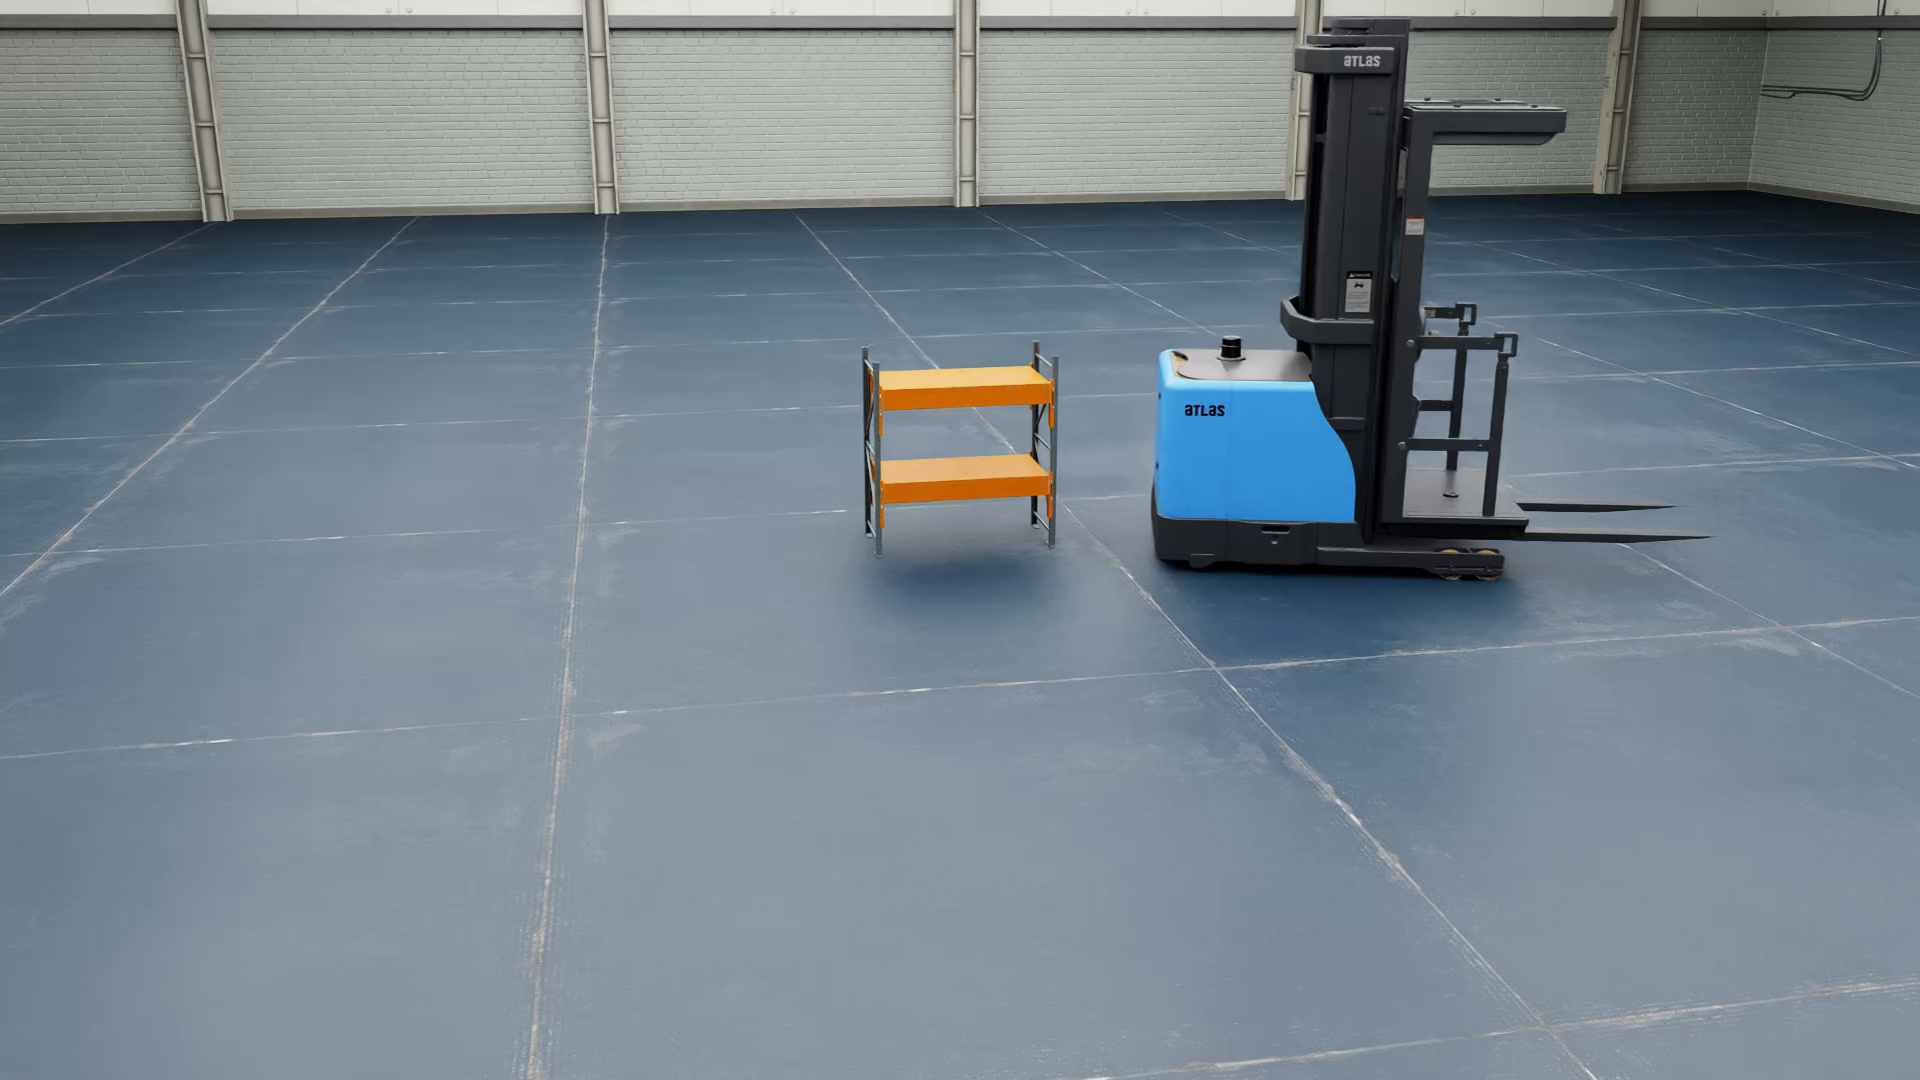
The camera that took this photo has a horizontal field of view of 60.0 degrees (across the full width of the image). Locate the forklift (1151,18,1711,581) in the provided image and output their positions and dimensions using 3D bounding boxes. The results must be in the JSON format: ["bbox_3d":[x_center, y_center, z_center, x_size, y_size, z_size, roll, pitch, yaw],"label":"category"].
[{"bbox_3d":[2.639,-1.340,9.183,3.031,2.935,1.130,1,17,4],"label":"forklift"}]

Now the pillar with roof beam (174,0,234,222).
[{"bbox_3d":[-10.863,-8.098,20.850,0.400,9.000,9.100,-3,17,-10],"label":"pillar with roof beam"}]

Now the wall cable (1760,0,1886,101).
[{"bbox_3d":[15.028,-8.974,28.992,0.112,2.526,3.097,-3,17,-10],"label":"wall cable"}]

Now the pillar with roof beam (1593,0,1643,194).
[{"bbox_3d":[12.702,-9.435,25.202,0.400,9.000,9.100,-3,17,-10],"label":"pillar with roof beam"}]

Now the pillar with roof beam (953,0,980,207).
[{"bbox_3d":[0.919,-8.766,23.026,0.400,9.000,9.100,-3,17,-10],"label":"pillar with roof beam"}]

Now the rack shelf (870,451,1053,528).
[{"bbox_3d":[-0.007,-0.304,9.717,1.000,0.278,0.538,-3,17,-10],"label":"rack shelf"}]

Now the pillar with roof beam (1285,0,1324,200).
[{"bbox_3d":[6.811,-9.100,24.114,0.400,9.000,9.100,-3,17,-10],"label":"pillar with roof beam"}]

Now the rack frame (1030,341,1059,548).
[{"bbox_3d":[0.492,-0.566,9.738,0.032,1.125,0.500,-3,17,-10],"label":"rack frame"}]

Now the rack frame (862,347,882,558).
[{"bbox_3d":[-0.506,-0.509,9.553,0.032,1.125,0.500,-3,17,-10],"label":"rack frame"}]

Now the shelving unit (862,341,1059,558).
[{"bbox_3d":[-0.007,-0.537,9.645,1.048,1.125,0.538,-3,17,-10],"label":"shelving unit"}]

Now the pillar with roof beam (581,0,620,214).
[{"bbox_3d":[-4.972,-8.432,21.938,0.400,9.000,9.100,-3,17,-10],"label":"pillar with roof beam"}]

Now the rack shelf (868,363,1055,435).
[{"bbox_3d":[-0.007,-0.817,9.559,1.000,0.278,0.538,-3,17,-10],"label":"rack shelf"}]
